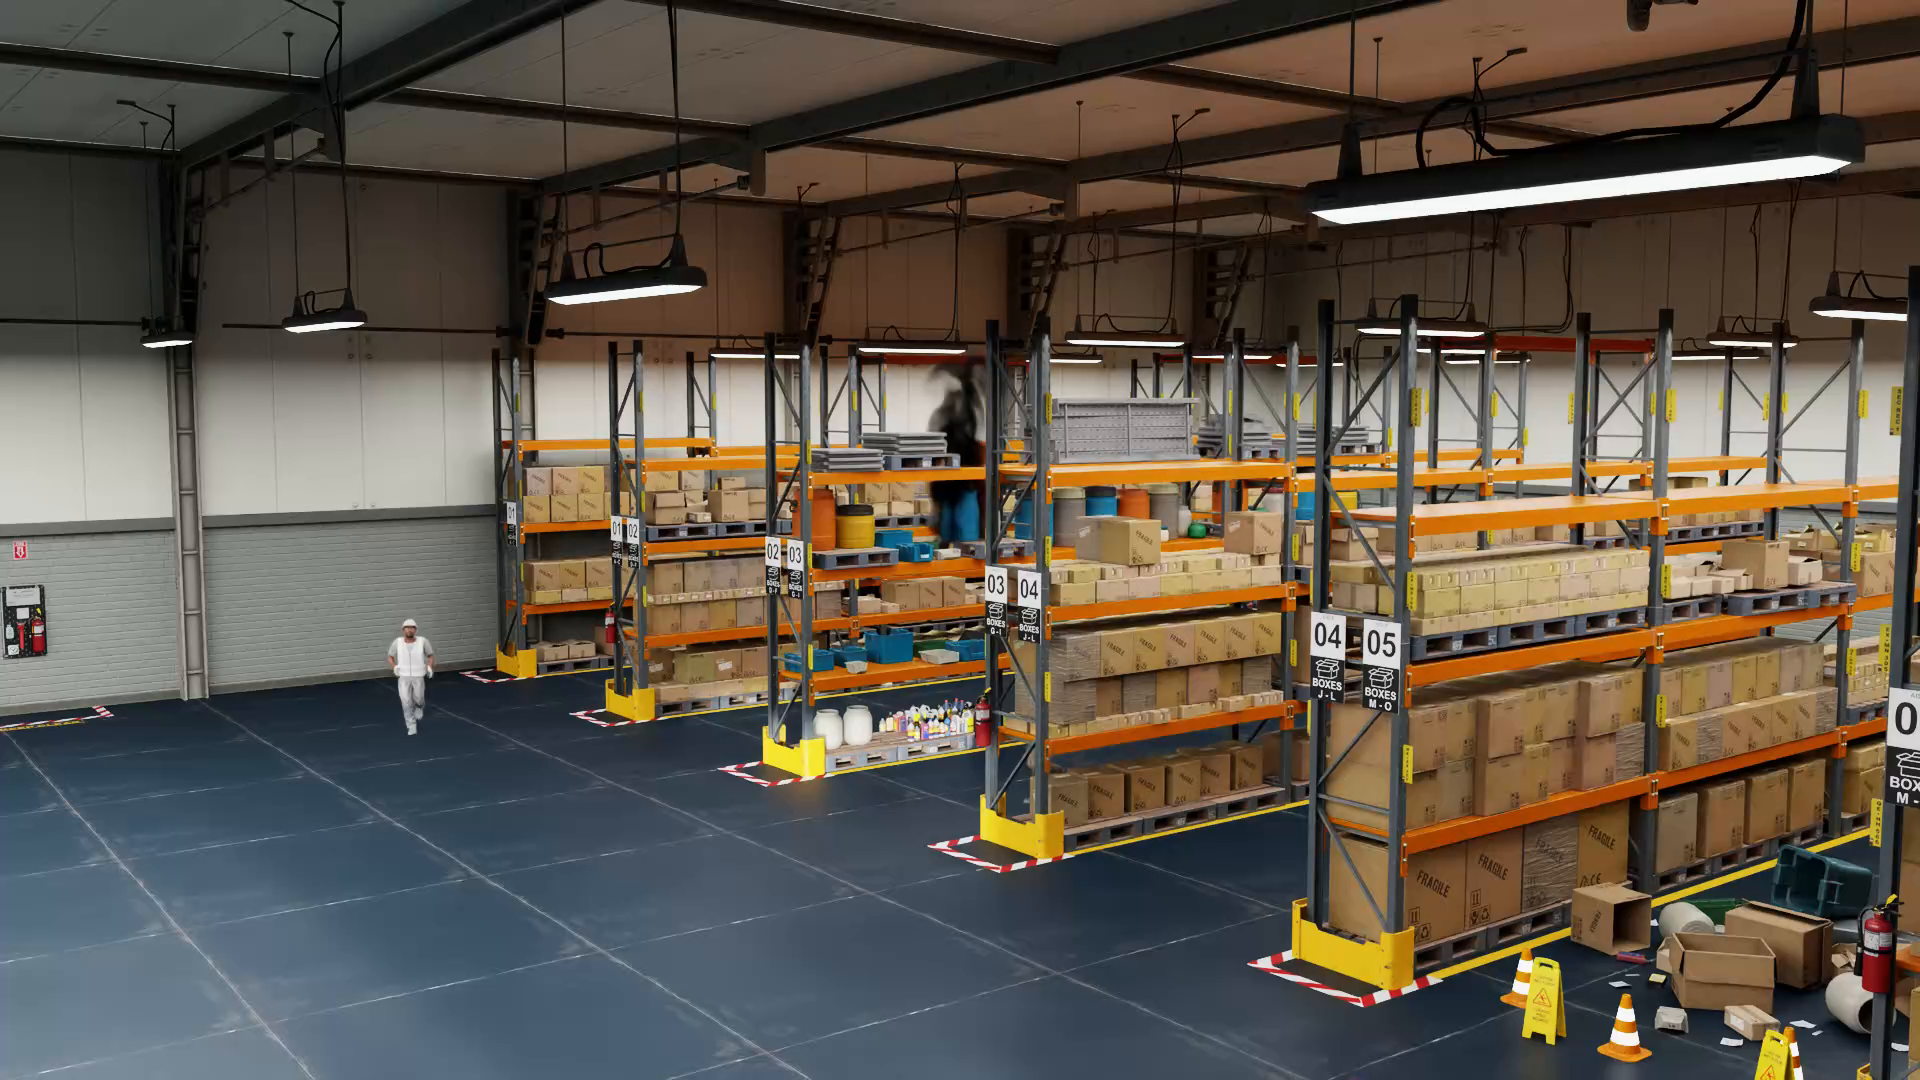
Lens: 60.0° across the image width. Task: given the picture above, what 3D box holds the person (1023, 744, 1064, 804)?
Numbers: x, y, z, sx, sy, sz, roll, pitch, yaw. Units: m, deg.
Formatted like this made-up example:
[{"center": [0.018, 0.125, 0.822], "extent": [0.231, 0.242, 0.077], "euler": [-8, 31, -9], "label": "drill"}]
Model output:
[{"center": [1.085, 2.500, 21.125], "extent": [0.782, 1.618, 0.425], "euler": [-4, 7, -40], "label": "person"}]

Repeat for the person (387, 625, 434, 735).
[{"center": [-8.403, 2.092, 25.434], "extent": [0.673, 1.703, 0.616], "euler": [-1, 5, -16], "label": "person"}]
